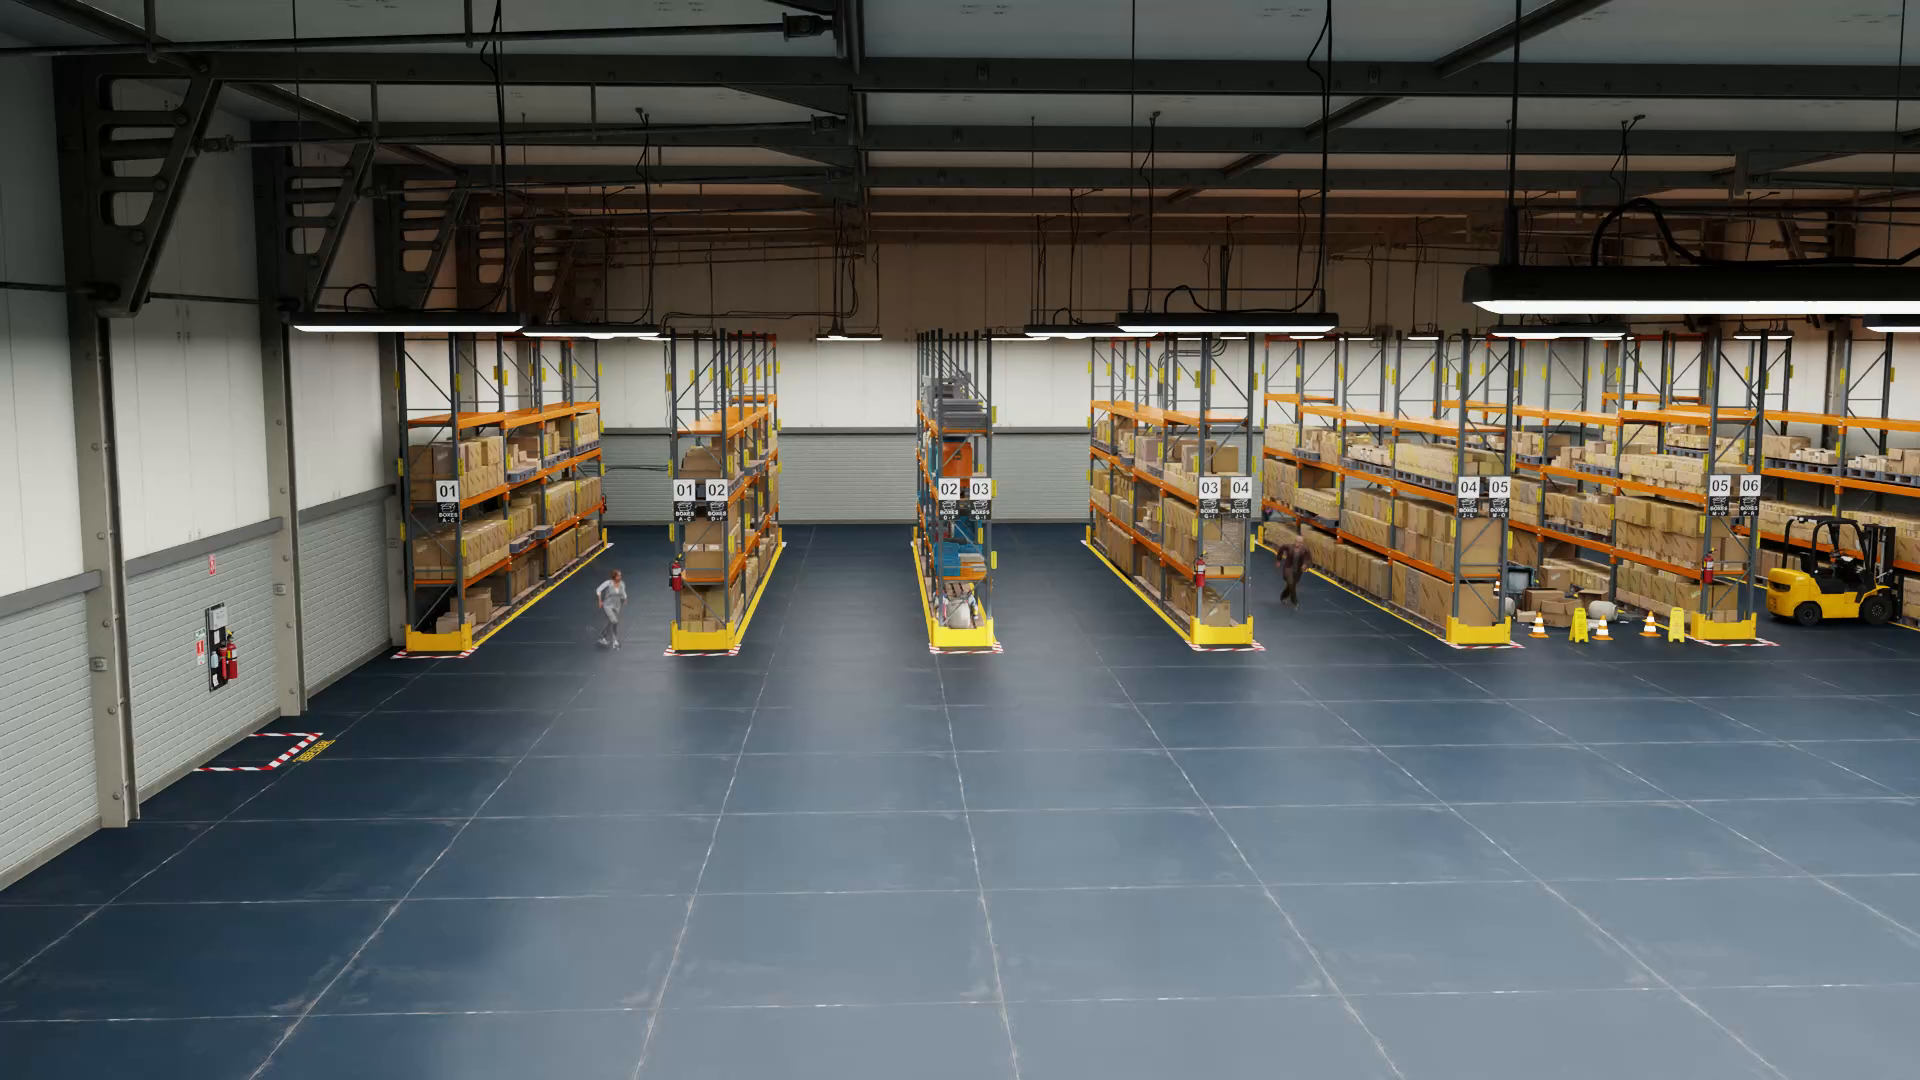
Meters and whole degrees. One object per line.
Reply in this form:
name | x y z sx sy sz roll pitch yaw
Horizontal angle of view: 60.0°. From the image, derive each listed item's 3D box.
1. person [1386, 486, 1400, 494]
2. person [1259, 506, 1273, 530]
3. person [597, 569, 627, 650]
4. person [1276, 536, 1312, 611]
person | 13.242 -1.180 50.783 1.000 1.768 0.688 -3 7 -21
person | 9.160 -0.814 49.168 0.570 1.534 0.552 -1 7 -9
person | -6.576 1.284 31.340 0.523 1.526 0.842 -6 9 -40
person | 7.205 0.665 36.000 0.711 1.617 1.155 0 7 -4
